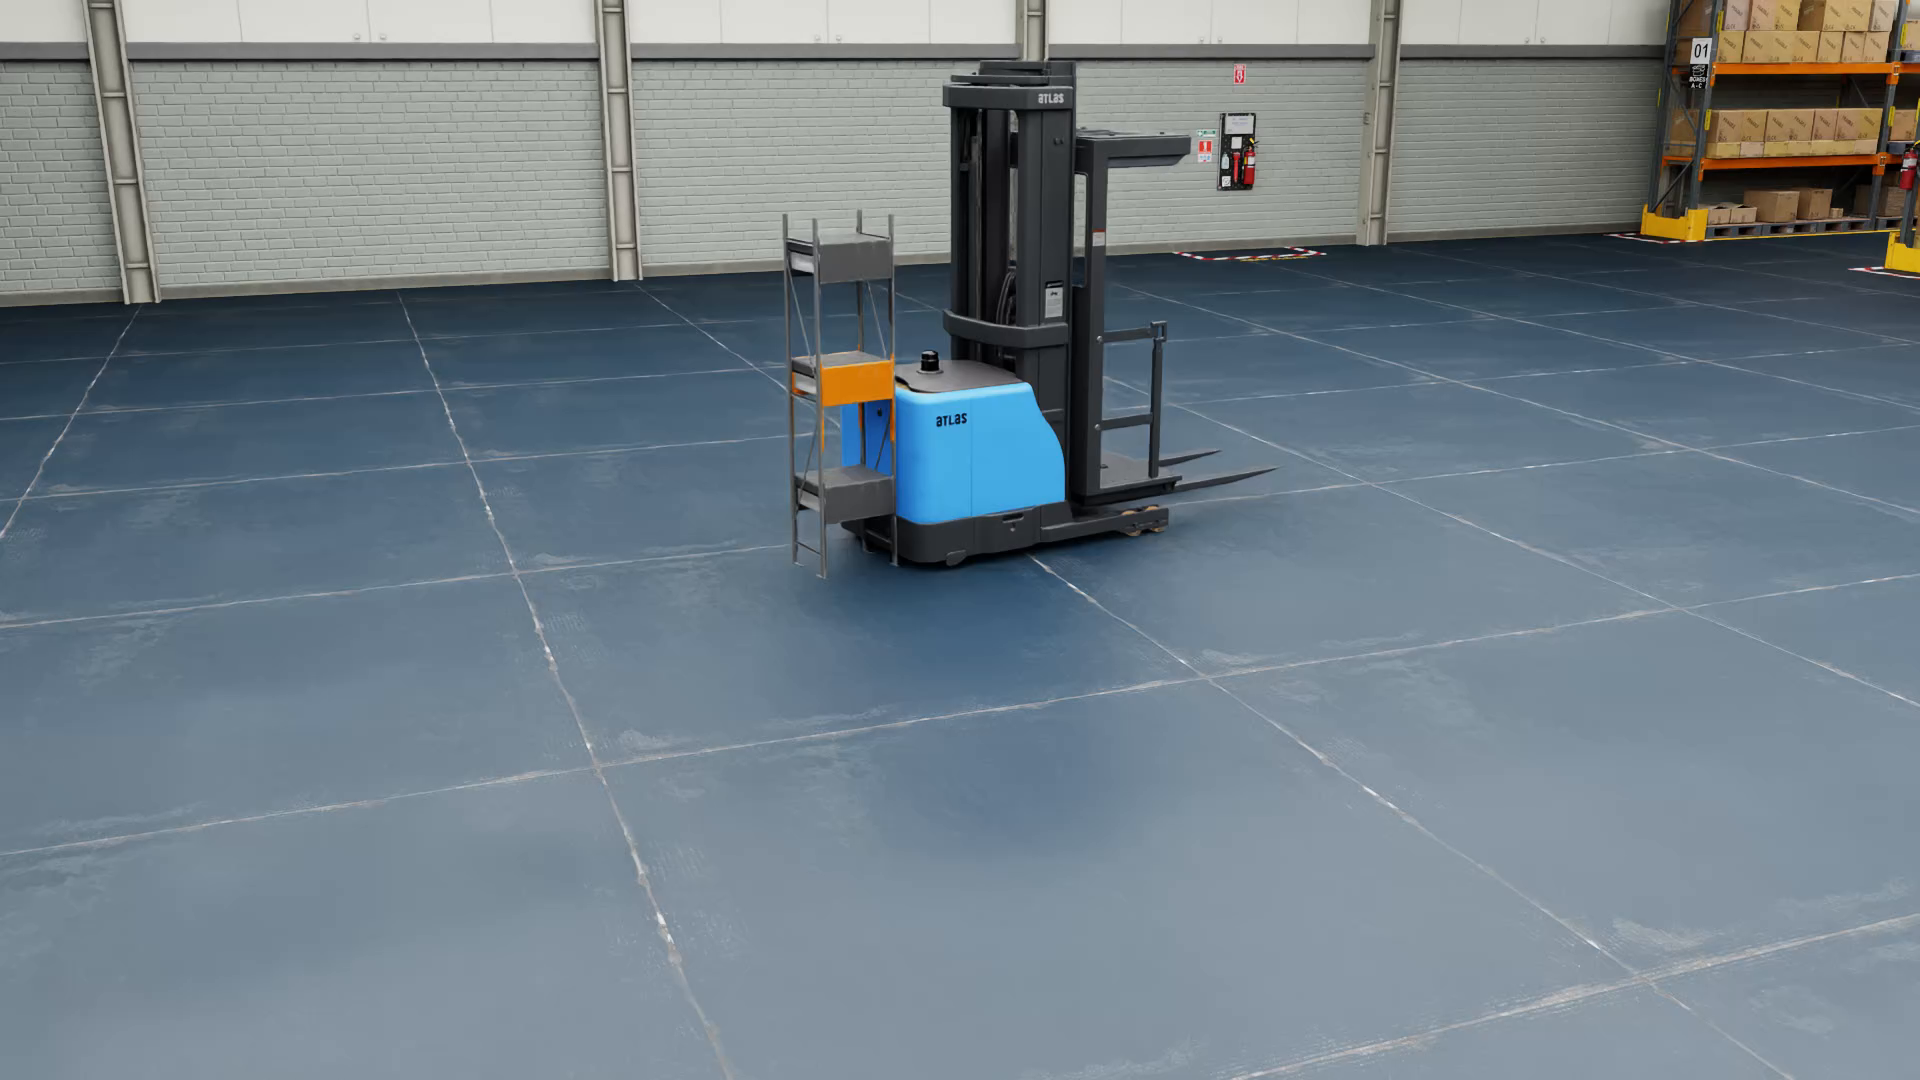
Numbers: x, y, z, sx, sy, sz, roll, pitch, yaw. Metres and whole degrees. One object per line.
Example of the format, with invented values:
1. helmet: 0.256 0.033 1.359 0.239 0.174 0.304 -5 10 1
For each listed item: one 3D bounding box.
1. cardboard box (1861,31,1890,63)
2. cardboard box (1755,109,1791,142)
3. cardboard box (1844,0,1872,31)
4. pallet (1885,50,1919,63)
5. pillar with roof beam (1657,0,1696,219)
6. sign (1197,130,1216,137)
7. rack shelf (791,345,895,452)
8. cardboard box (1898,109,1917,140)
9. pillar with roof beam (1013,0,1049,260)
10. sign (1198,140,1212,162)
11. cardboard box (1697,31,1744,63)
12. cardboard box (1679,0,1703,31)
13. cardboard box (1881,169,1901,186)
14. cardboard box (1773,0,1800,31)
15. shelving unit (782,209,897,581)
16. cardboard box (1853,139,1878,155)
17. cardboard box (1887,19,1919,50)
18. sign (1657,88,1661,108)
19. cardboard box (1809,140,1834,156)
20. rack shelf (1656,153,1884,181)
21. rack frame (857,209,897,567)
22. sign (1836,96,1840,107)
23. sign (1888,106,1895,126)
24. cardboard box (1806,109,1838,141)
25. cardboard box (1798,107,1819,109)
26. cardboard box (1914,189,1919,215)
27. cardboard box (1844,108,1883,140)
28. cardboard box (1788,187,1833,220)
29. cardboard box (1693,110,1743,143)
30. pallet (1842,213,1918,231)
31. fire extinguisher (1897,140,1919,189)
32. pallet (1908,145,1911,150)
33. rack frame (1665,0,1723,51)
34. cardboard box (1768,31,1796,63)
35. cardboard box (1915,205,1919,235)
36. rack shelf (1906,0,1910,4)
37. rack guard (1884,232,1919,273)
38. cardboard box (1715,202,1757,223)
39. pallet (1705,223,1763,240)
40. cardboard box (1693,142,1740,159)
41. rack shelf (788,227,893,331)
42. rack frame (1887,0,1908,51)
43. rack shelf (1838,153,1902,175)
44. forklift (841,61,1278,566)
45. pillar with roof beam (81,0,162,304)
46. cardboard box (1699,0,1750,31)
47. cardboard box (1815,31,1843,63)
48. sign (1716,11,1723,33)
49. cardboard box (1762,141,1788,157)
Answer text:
1. cardboard box: 15.248 -8.312 28.043 0.500 0.500 0.500 -6 17 -19
2. cardboard box: 13.401 -6.892 27.644 0.500 0.500 0.500 -7 18 -22
3. cardboard box: 14.751 -8.728 27.684 0.500 0.500 0.500 -5 17 -17
4. pallet: 16.248 -8.315 28.598 1.003 0.211 1.213 -6 17 -20
5. pillar with roof beam: 13.782 -8.572 23.818 0.400 9.000 9.100 -6 17 -20
6. sign: 3.772 -6.223 25.462 0.331 0.109 0.001 -6 17 -20
7. rack shelf: -0.698 -0.840 9.782 0.480 0.518 0.431 -10 19 -31
8. cardboard box: 16.645 -7.287 29.131 0.500 0.500 0.700 -4 17 -14
9. pillar with roof beam: 2.577 -7.362 19.698 0.400 9.000 9.100 -6 17 -20
10. sign: 3.765 -5.971 25.543 0.234 0.329 0.001 -6 17 -20
11. cardboard box: 12.300 -7.993 26.956 0.500 0.500 0.500 -6 17 -19
12. cardboard box: 12.207 -8.617 27.306 0.500 0.500 0.500 -5 17 -18
13. cardboard box: 16.724 -6.427 29.484 0.500 0.250 0.500 -7 18 -21
14. cardboard box: 13.306 -8.571 27.152 0.500 0.500 0.500 -6 17 -19
15. shelving unit: -0.698 -0.853 9.778 0.503 2.100 0.431 -10 19 -31
16. cardboard box: 15.299 -6.741 28.462 0.500 0.250 0.500 -6 17 -20
17. cardboard box: 16.172 -8.654 28.498 0.500 0.500 0.500 -4 17 -12
18. sign: 11.718 -7.383 27.801 0.005 0.325 0.100 -6 17 -20
19. cardboard box: 14.367 -6.639 28.112 0.500 0.250 0.500 -6 17 -20
20. rack shelf: 13.765 -6.385 28.293 4.000 0.370 1.077 -6 17 -20
21. rack frame: -0.493 -0.891 9.904 0.015 2.100 0.400 -10 19 -31
22. sign: 15.431 -7.633 29.211 0.005 0.325 0.100 -6 17 -20
23. sign: 15.834 -7.205 28.272 0.005 0.325 0.100 -6 17 -20
24. cardboard box: 14.364 -7.000 28.011 0.500 0.500 0.500 -7 18 -22
25. cardboard box: 14.635 -7.185 28.642 0.500 0.500 0.500 -6 17 -20
26. cardboard box: 16.779 -6.087 29.658 0.500 0.500 0.700 -7 18 -21
27. cardboard box: 15.302 -7.100 28.351 0.500 0.500 0.500 -6 17 -20
28. cardboard box: 14.678 -5.828 28.776 0.500 0.500 0.500 -8 18 -24
29. cardboard box: 12.451 -6.795 27.312 0.500 0.500 0.500 -6 17 -20
30. pallet: 16.359 -5.672 29.539 1.213 0.211 1.003 -6 17 -20
31. fire extinguisher: 13.397 -5.298 23.454 0.183 0.674 0.296 -6 17 -20
32. pallet: 17.534 -7.032 29.562 1.213 0.211 1.003 -6 17 -20
33. rack frame: 11.898 -9.406 26.659 0.127 3.000 1.000 -6 17 -20
34. cardboard box: 13.297 -8.091 27.290 0.500 0.500 0.500 -5 17 -18
35. cardboard box: 14.068 -4.599 23.741 0.500 0.500 0.500 -6 17 -20
36. rack shelf: 17.501 -9.474 28.877 4.000 0.370 1.077 -6 17 -20
37. rack guard: 13.651 -4.023 23.412 0.348 0.500 1.175 -6 17 -20
38. cardboard box: 13.108 -5.553 28.174 0.500 0.311 0.500 -5 17 -15
39. pallet: 12.740 -5.270 28.171 1.213 0.211 1.003 -6 17 -20
40. cardboard box: 12.467 -6.431 27.406 0.500 0.250 0.500 -7 18 -22
41. rack shelf: -0.698 -1.512 9.584 0.480 0.518 0.431 -10 19 -31
42. rack frame: 15.633 -9.810 28.033 0.127 3.000 1.000 -6 17 -20
43. rack shelf: 17.501 -6.788 29.666 4.000 0.370 1.077 -6 17 -20
44. forklift: 0.755 -1.543 10.651 3.031 2.935 1.130 -10 19 -31
45. pillar with roof beam: -8.629 -6.152 15.578 0.400 9.000 9.100 -6 17 -20
46. cardboard box: 12.344 -8.480 26.839 0.500 0.500 0.500 -8 18 -24
47. cardboard box: 14.269 -8.199 27.657 0.500 0.500 0.500 -7 18 -22
48. sign: 12.092 -8.244 26.473 0.005 0.325 0.100 -6 17 -20
49. cardboard box: 13.425 -6.537 27.767 0.500 0.250 0.500 -6 18 -21
